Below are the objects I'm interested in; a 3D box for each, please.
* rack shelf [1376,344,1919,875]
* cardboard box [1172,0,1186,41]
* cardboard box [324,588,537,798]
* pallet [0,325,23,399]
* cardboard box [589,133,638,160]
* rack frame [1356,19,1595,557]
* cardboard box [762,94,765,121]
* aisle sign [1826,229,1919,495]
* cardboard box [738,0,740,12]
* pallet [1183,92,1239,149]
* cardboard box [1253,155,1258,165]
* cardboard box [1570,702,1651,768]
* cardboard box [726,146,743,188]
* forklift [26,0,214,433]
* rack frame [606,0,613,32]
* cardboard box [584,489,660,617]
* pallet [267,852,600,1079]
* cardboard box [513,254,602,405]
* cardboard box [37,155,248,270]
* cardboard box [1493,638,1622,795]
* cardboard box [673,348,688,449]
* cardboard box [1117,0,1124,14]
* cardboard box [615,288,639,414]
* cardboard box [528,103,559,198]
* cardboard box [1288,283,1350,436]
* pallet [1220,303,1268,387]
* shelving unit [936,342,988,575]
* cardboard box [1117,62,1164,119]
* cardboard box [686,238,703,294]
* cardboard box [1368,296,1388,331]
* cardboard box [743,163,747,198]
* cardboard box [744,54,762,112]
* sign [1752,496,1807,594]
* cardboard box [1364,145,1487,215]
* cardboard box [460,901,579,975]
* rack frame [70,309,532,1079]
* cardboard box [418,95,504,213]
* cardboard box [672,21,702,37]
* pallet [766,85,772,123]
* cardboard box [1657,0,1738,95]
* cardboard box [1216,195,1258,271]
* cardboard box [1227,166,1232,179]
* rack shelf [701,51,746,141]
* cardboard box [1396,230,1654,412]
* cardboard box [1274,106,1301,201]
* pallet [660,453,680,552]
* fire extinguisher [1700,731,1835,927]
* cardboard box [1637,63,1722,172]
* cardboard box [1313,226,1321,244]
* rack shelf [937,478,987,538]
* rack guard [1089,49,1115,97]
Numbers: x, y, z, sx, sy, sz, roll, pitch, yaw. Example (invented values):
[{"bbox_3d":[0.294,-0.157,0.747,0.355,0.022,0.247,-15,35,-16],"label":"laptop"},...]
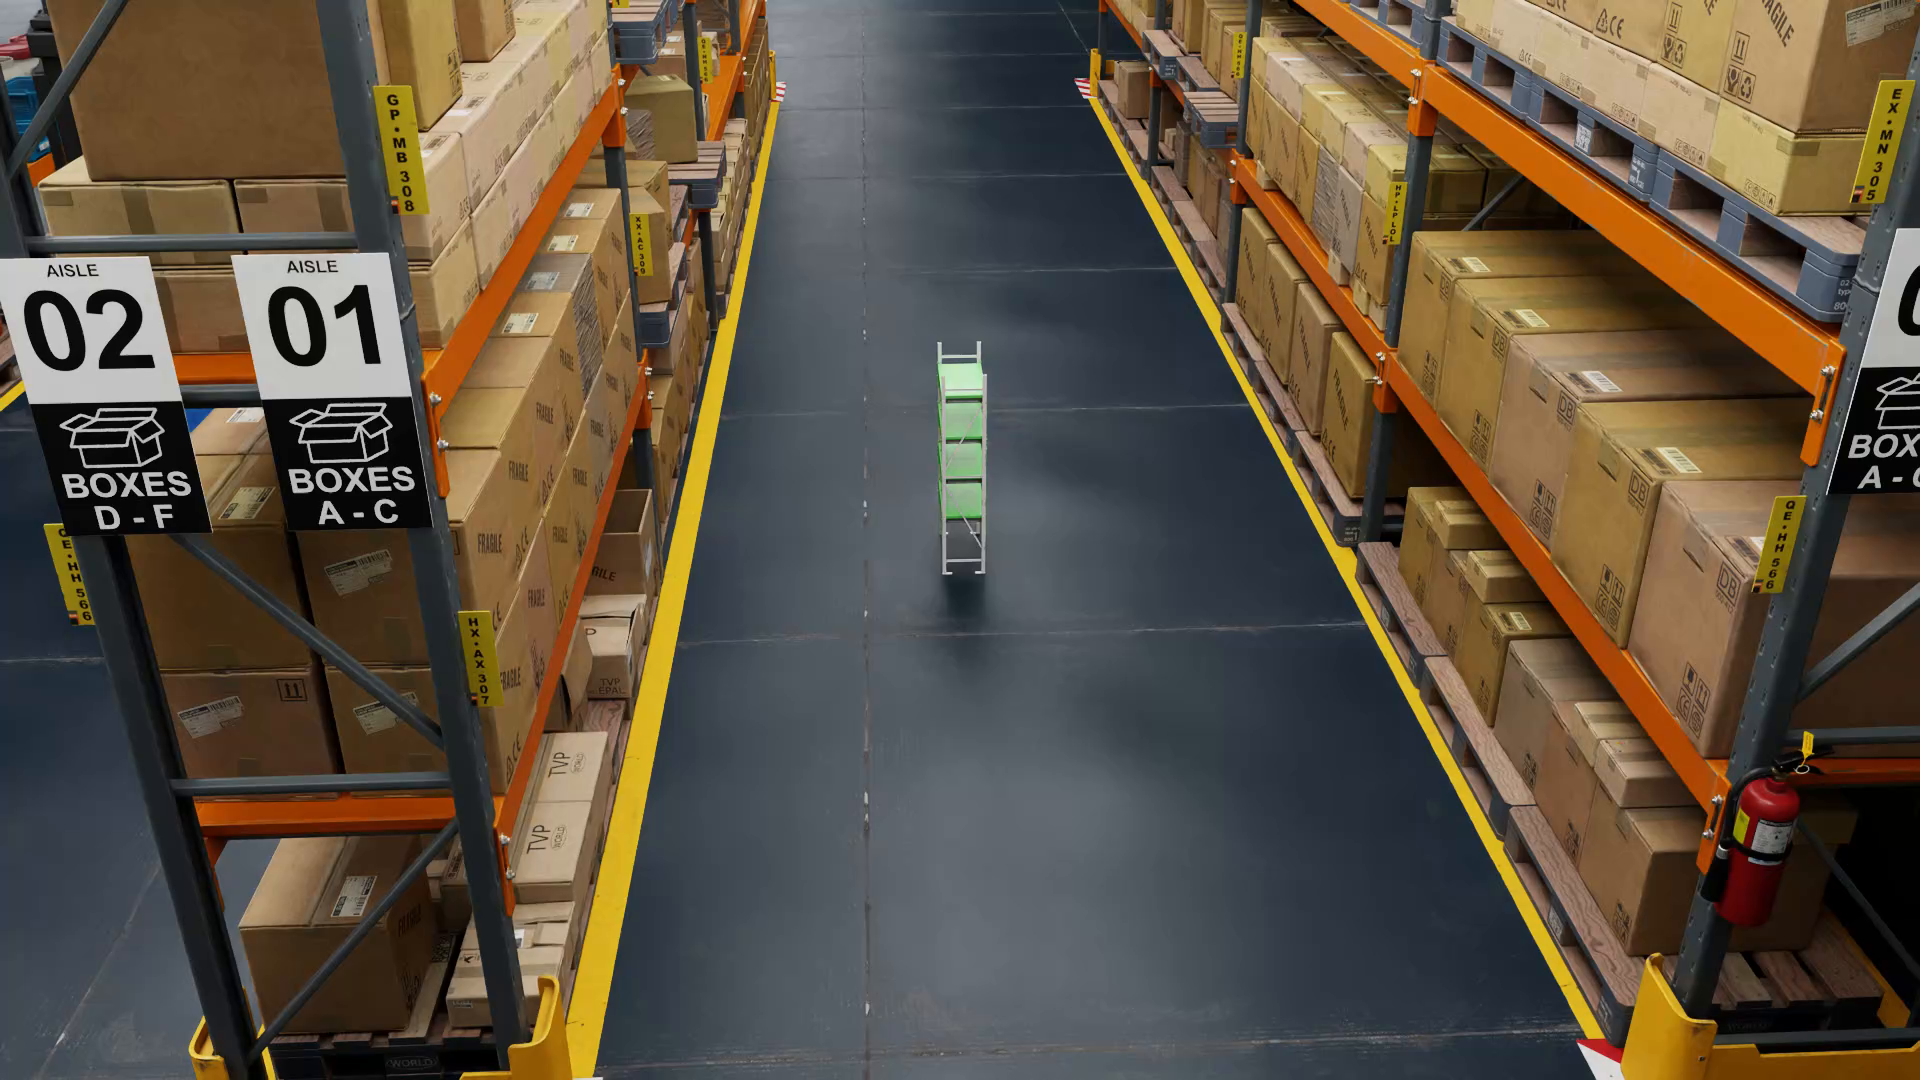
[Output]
[{"bbox_3d":[2.888,0.023,7.240,1.077,0.370,4.000,-1,28,-3],"label":"rack shelf"},{"bbox_3d":[2.358,-4.918,15.351,0.700,0.500,0.500,-1,28,-2],"label":"cardboard box"},{"bbox_3d":[-1.715,0.493,5.452,0.500,0.500,0.500,-1,28,-2],"label":"cardboard box"},{"bbox_3d":[-7.236,-1.228,11.876,1.003,0.211,1.213,-1,28,-3],"label":"pallet"},{"bbox_3d":[-2.317,-2.143,10.053,0.700,0.500,0.500,-8,29,-16],"label":"cardboard box"},{"bbox_3d":[2.783,-1.220,8.845,1.000,3.000,0.127,-1,28,-3],"label":"rack frame"},{"bbox_3d":[-2.377,-4.674,17.987,0.500,0.250,0.500,-1,28,-3],"label":"cardboard box"},{"bbox_3d":[2.696,-0.484,4.624,0.394,0.787,0.004,-1,28,-3],"label":"aisle sign"},{"bbox_3d":[-2.695,-5.754,17.430,0.700,0.500,0.500,-1,28,-1],"label":"cardboard box"},{"bbox_3d":[2.431,-3.308,13.057,1.213,0.211,1.003,-1,28,-3],"label":"pallet"},{"bbox_3d":[2.360,-2.807,12.138,0.380,0.149,0.250,-2,28,-3],"label":"cardboard box"},{"bbox_3d":[2.653,0.768,6.581,0.380,0.149,0.250,-1,28,-1],"label":"cardboard box"},{"bbox_3d":[-2.217,-3.358,14.857,0.500,0.311,0.500,-1,28,-3],"label":"cardboard box"},{"bbox_3d":[-4.854,-1.942,10.305,1.130,2.935,3.031,-10,29,-18],"label":"forklift"},{"bbox_3d":[-2.164,-3.758,7.225,1.000,3.000,0.127,-1,28,-3],"label":"rack frame"},{"bbox_3d":[-1.851,0.071,8.597,0.500,0.500,0.500,-1,28,-3],"label":"cardboard box"},{"bbox_3d":[-2.001,1.582,6.488,1.003,0.211,1.213,-1,28,-3],"label":"pallet"},{"bbox_3d":[-1.823,-0.889,7.022,0.500,0.500,0.500,-1,28,-2],"label":"cardboard box"},{"bbox_3d":[-2.236,-0.967,4.739,0.500,0.250,0.500,-1,28,-3],"label":"cardboard box"},{"bbox_3d":[2.802,0.766,7.287,0.700,0.500,0.500,-2,28,-4],"label":"cardboard box"},{"bbox_3d":[-2.003,-0.891,10.443,0.500,0.500,0.500,-1,28,-2],"label":"cardboard box"},{"bbox_3d":[1.951,-5.762,17.695,0.500,0.250,0.500,-1,28,-2],"label":"cardboard box"},{"bbox_3d":[-1.881,-0.918,8.158,0.500,0.500,0.500,-1,28,-2],"label":"cardboard box"},{"bbox_3d":[-1.801,-1.451,6.206,0.500,0.250,0.500,-1,28,-3],"label":"cardboard box"},{"bbox_3d":[2.570,-1.160,10.601,0.750,0.750,0.750,-1,28,-1],"label":"cardboard box"},{"bbox_3d":[2.540,-1.465,12.330,1.003,0.211,1.213,-1,28,-3],"label":"pallet"},{"bbox_3d":[0.009,-0.456,9.326,0.258,1.200,0.503,-1,28,-3],"label":"shelving unit"},{"bbox_3d":[2.121,-4.923,18.173,0.700,0.500,0.500,-3,28,-6],"label":"cardboard box"},{"bbox_3d":[-2.082,-1.913,11.590,0.500,0.250,0.500,0,28,-1],"label":"cardboard box"},{"bbox_3d":[2.483,-1.266,9.184,0.380,0.149,0.250,-1,28,-2],"label":"cardboard box"},{"bbox_3d":[-2.246,-3.342,15.433,0.500,0.250,0.500,-2,28,-3],"label":"cardboard box"},{"bbox_3d":[-2.345,-4.776,17.371,0.500,0.500,0.500,-1,28,-3],"label":"cardboard box"},{"bbox_3d":[2.449,0.016,4.968,0.100,0.325,0.005,-1,28,-3],"label":"sign"},{"bbox_3d":[2.503,-1.947,8.976,0.500,0.250,0.500,-1,28,-1],"label":"cardboard box"},{"bbox_3d":[-1.646,1.493,6.232,0.380,0.166,0.250,-1,28,-3],"label":"cardboard box"},{"bbox_3d":[-1.955,0.749,5.070,1.000,3.000,0.127,-1,28,-3],"label":"rack frame"},{"bbox_3d":[-1.741,-1.211,5.206,0.500,0.250,0.500,-1,28,-3],"label":"cardboard box"},{"bbox_3d":[-2.530,-4.239,14.525,0.500,0.500,0.500,1,28,1],"label":"cardboard box"},{"bbox_3d":[-2.708,-5.051,19.207,1.003,0.211,1.213,-1,28,-3],"label":"pallet"},{"bbox_3d":[2.666,-1.762,5.429,0.500,0.500,0.500,-1,28,-1],"label":"cardboard box"},{"bbox_3d":[2.485,-2.485,13.498,0.700,0.500,0.500,-1,28,-2],"label":"cardboard box"},{"bbox_3d":[2.517,-3.082,13.832,0.500,0.250,0.500,-1,28,-2],"label":"cardboard box"},{"bbox_3d":[-2.477,-3.550,14.091,1.077,0.370,4.000,-1,28,-3],"label":"rack shelf"},{"bbox_3d":[2.795,-1.102,8.294,0.980,0.700,0.700,-1,28,-2],"label":"cardboard box"},{"bbox_3d":[2.387,-2.550,10.944,0.500,0.500,0.500,-2,28,-3],"label":"cardboard box"},{"bbox_3d":[-2.244,-0.236,9.975,1.003,0.211,1.213,-1,28,-3],"label":"pallet"},{"bbox_3d":[2.539,0.908,5.252,0.296,0.674,0.183,-1,28,-3],"label":"fire extinguisher"},{"bbox_3d":[2.660,-1.438,5.621,0.500,0.250,0.500,-2,28,-5],"label":"cardboard box"},{"bbox_3d":[2.458,-1.977,10.547,0.380,0.149,0.250,-1,28,-1],"label":"cardboard box"},{"bbox_3d":[0.009,-0.186,9.467,0.258,0.148,0.480,-1,28,-3],"label":"rack shelf"},{"bbox_3d":[2.161,-5.618,19.981,1.175,0.500,0.348,-1,28,-3],"label":"rack guard"}]
